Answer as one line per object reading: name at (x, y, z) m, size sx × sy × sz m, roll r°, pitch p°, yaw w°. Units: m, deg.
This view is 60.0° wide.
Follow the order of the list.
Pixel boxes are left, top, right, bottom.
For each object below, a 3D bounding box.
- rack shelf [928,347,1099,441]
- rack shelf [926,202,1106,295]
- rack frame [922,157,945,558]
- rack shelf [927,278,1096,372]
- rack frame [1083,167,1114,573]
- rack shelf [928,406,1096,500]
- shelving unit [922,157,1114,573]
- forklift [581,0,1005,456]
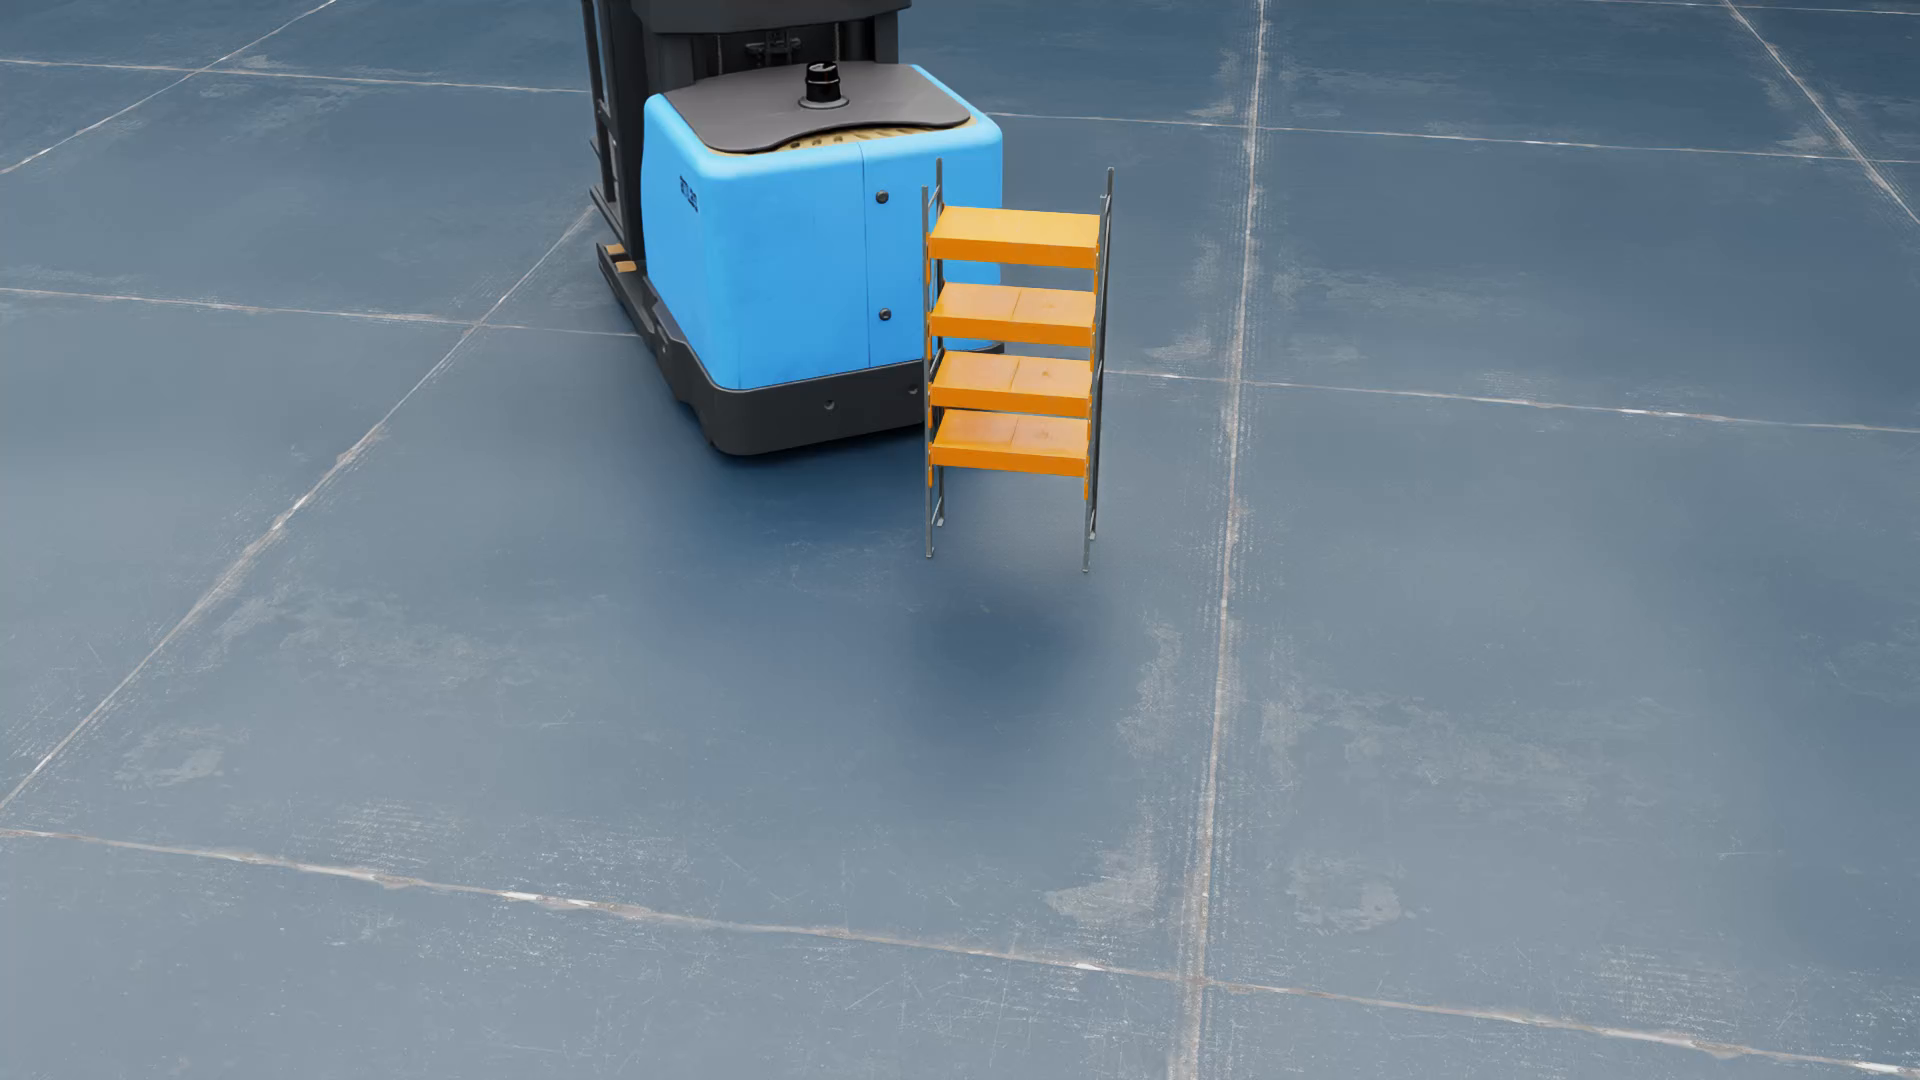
rack shelf at (0.163, -0.437, 4.944) m, size 0.480 × 0.148 × 0.258 m, roll 5°, pitch 32°, yaw 8°
rack shelf at (0.163, -0.827, 4.700) m, size 0.480 × 0.148 × 0.258 m, roll 5°, pitch 32°, yaw 8°
rack frame at (-0.077, -0.516, 4.943) m, size 0.015 × 1.200 × 0.240 m, roll 5°, pitch 32°, yaw 8°
rack shelf at (0.163, -0.626, 4.825) m, size 0.480 × 0.148 × 0.258 m, roll 5°, pitch 32°, yaw 8°
rack frame at (0.404, -0.472, 4.873) m, size 0.015 × 1.200 × 0.240 m, roll 5°, pitch 32°, yaw 8°
rack shelf at (0.163, -0.268, 5.049) m, size 0.480 × 0.148 × 0.258 m, roll 5°, pitch 32°, yaw 8°
shelving unit at (0.163, -0.494, 4.908) m, size 0.503 × 1.200 × 0.258 m, roll 5°, pitch 32°, yaw 8°
forklift at (-0.869, -2.294, 6.152) m, size 1.130 × 2.935 × 3.031 m, roll -12°, pitch 34°, yaw -19°
